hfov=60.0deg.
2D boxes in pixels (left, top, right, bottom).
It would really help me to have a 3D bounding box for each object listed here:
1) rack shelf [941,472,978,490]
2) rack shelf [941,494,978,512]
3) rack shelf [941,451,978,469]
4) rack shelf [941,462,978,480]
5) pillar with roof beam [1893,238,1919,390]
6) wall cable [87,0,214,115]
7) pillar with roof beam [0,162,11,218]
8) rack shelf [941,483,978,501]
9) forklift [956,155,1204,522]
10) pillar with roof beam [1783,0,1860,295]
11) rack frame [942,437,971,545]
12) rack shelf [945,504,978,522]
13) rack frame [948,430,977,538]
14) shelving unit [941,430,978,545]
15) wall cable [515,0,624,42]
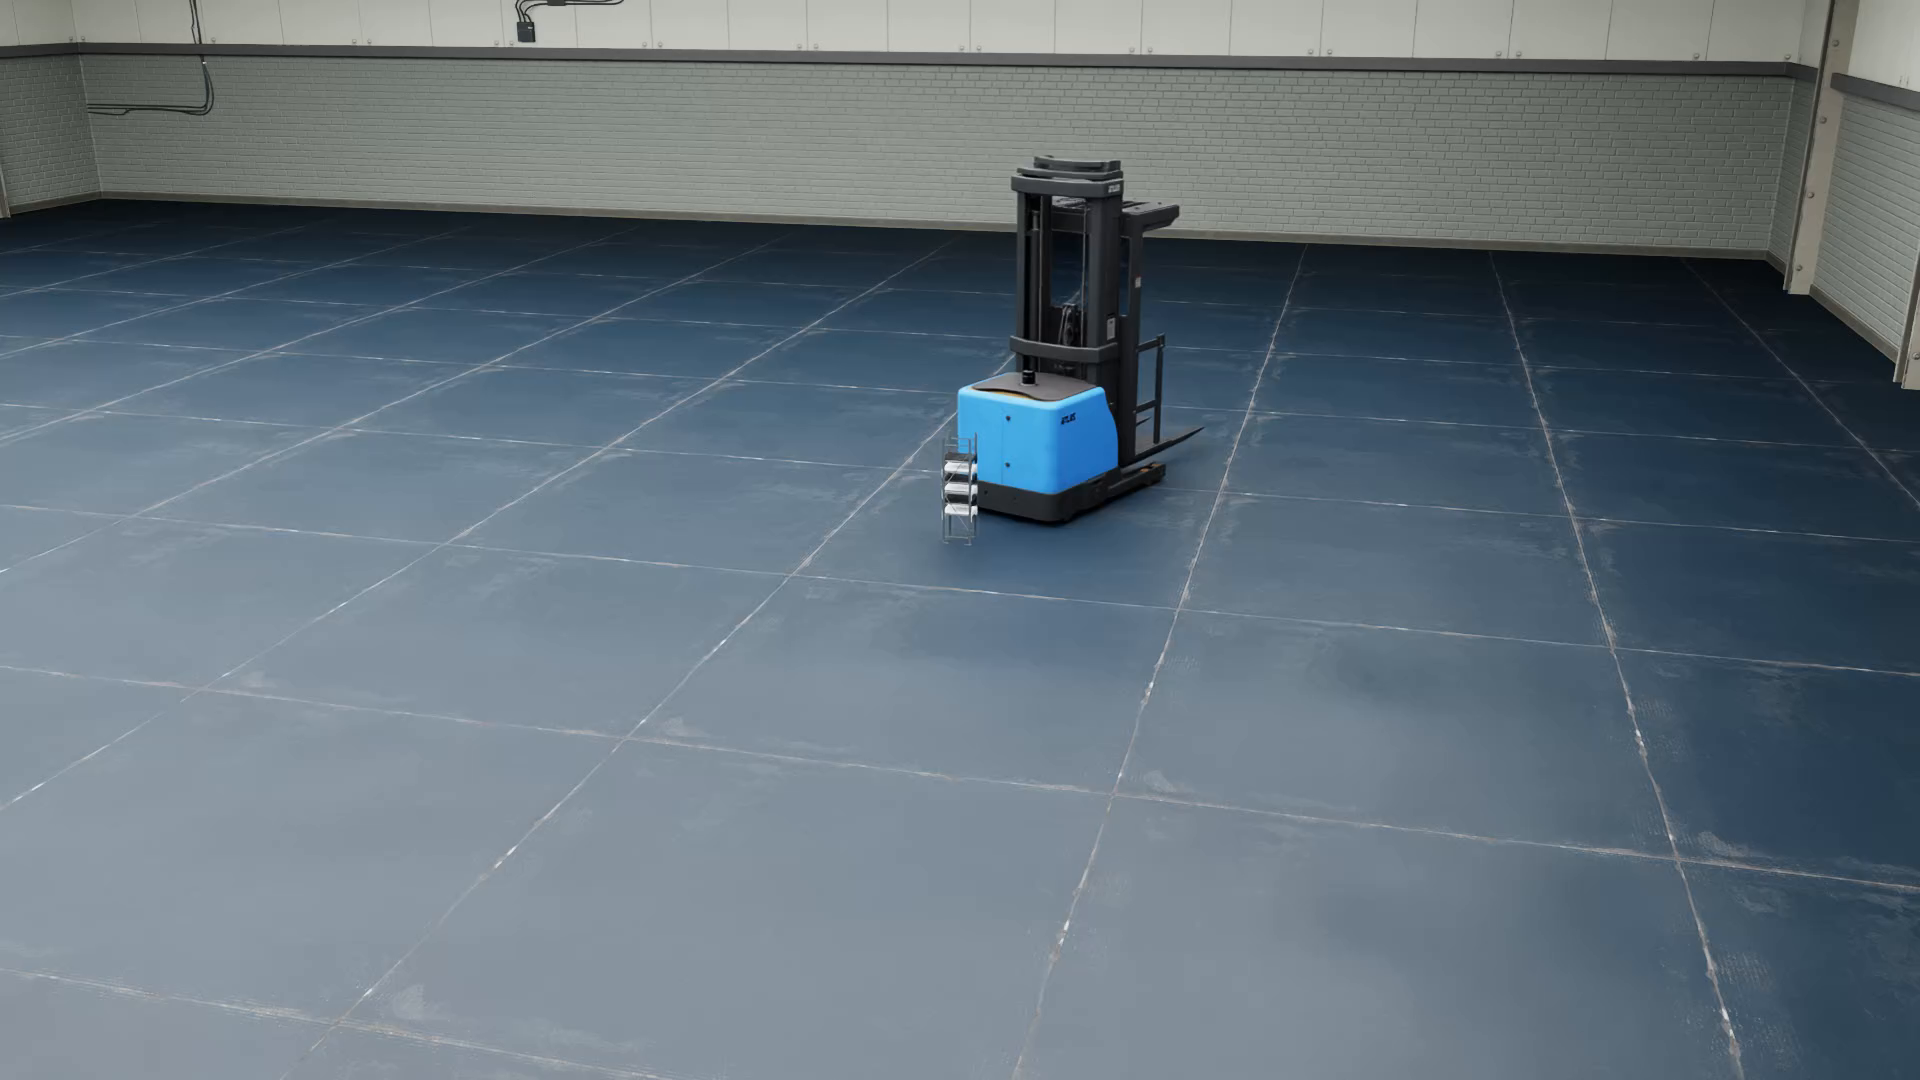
[{"bbox_3d":[-0.002,-0.477,13.516,0.258,0.077,0.200,5,19,13],"label":"rack shelf"},{"bbox_3d":[-0.002,-0.307,13.575,0.258,0.077,0.200,5,19,13],"label":"rack shelf"},{"bbox_3d":[-0.002,-0.647,13.458,0.258,0.077,0.200,5,19,13],"label":"rack shelf"},{"bbox_3d":[-0.002,-0.562,13.487,0.258,0.077,0.200,5,19,13],"label":"rack shelf"},{"bbox_3d":[6.594,-6.344,18.339,9.100,9.000,0.400,5,19,13],"label":"pillar with roof beam"},{"bbox_3d":[-16.308,-9.722,33.032,3.097,2.526,0.112,5,19,13],"label":"wall cable"},{"bbox_3d":[-14.136,-10.032,29.137,9.100,9.000,0.400,5,19,13],"label":"pillar with roof beam"},{"bbox_3d":[-0.002,-0.392,13.545,0.258,0.077,0.200,5,19,13],"label":"rack shelf"},{"bbox_3d":[1.235,-1.955,14.876,1.130,2.935,3.031,13,23,34],"label":"forklift"},{"bbox_3d":[8.060,-8.225,23.845,9.100,9.000,0.400,5,19,13],"label":"pillar with roof beam"},{"bbox_3d":[-0.027,-0.391,13.441,0.240,0.900,0.006,5,19,13],"label":"rack frame"},{"bbox_3d":[-0.002,-0.221,13.604,0.258,0.077,0.200,5,19,13],"label":"rack shelf"},{"bbox_3d":[0.023,-0.455,13.628,0.240,0.900,0.006,5,19,13],"label":"rack frame"},{"bbox_3d":[-0.002,-0.423,13.535,0.258,0.900,0.210,5,19,13],"label":"shelving unit"},{"bbox_3d":[-7.107,-12.046,29.771,2.305,6.003,0.169,5,19,13],"label":"wall cable"}]
